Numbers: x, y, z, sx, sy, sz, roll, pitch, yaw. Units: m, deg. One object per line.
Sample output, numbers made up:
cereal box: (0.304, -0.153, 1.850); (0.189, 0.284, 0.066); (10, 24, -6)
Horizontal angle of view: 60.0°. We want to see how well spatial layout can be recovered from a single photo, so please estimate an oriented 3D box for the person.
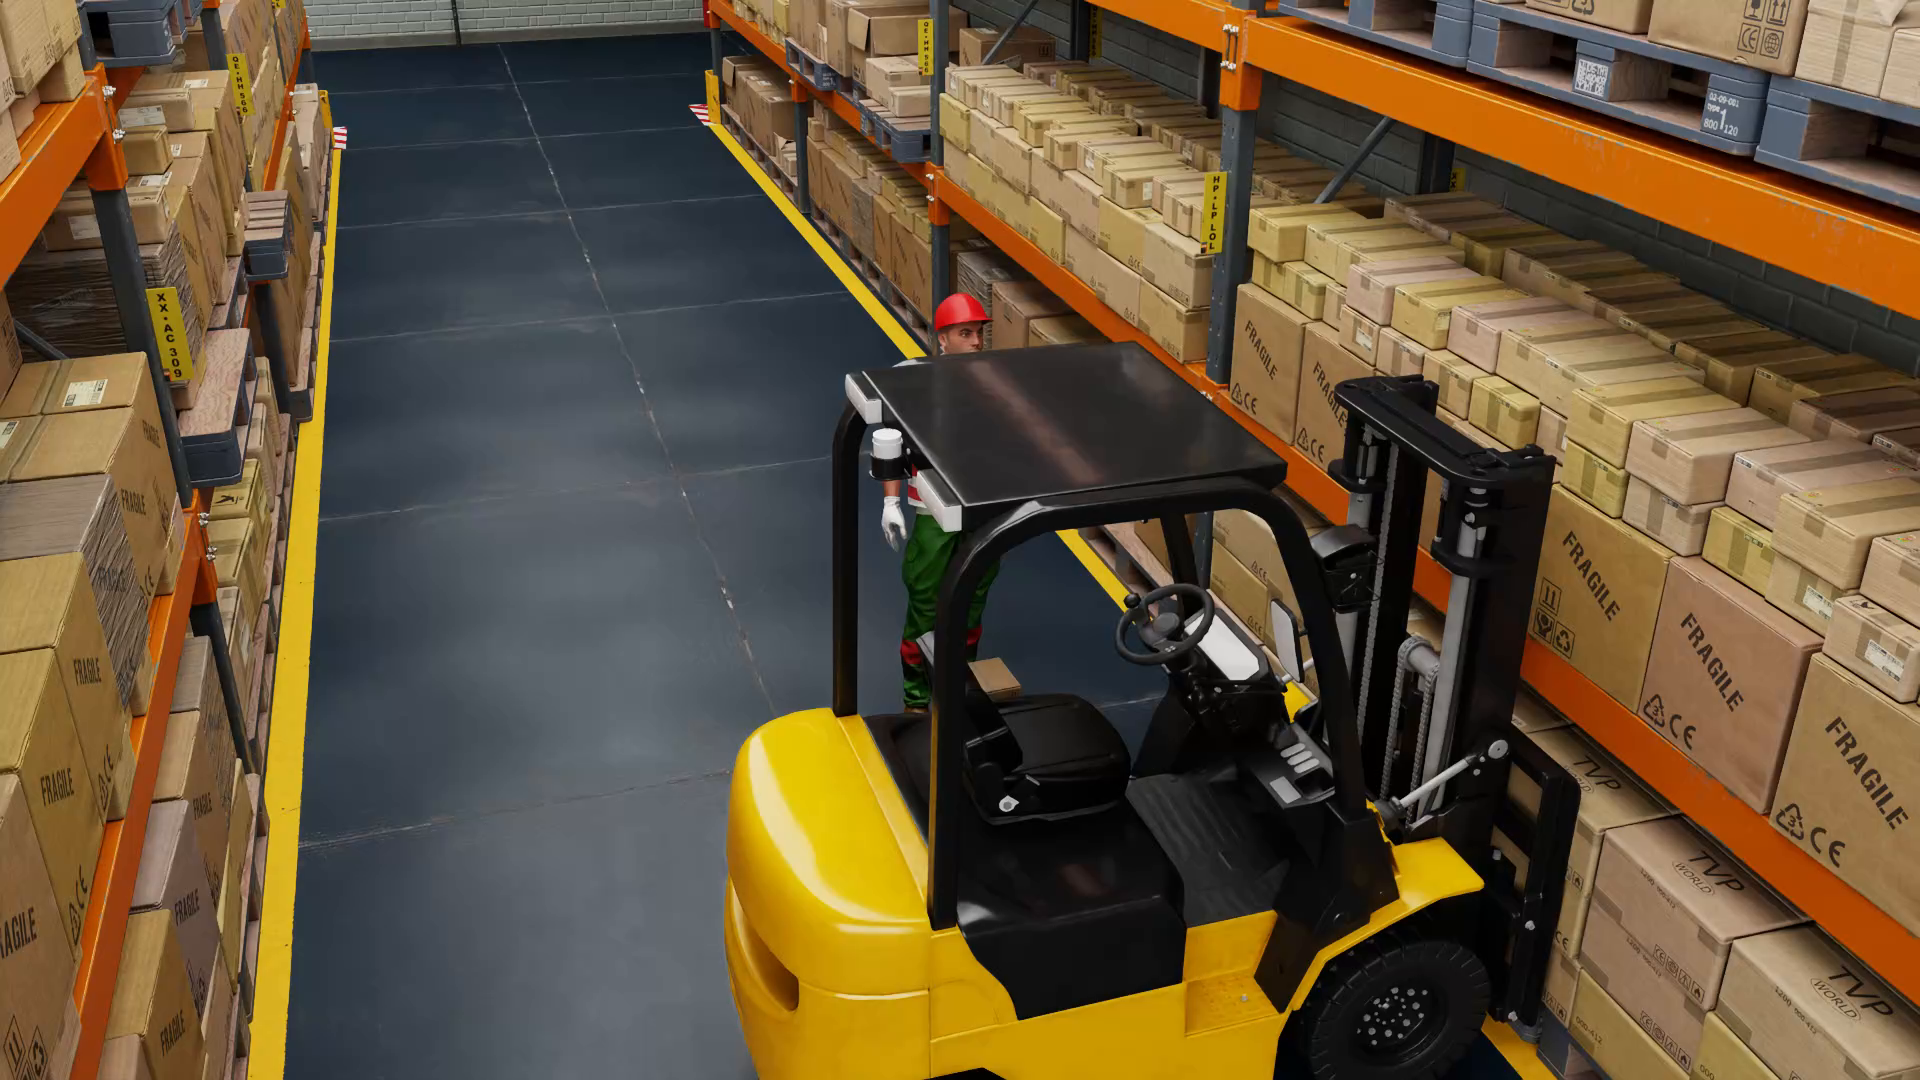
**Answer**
person: (0.002, -0.096, 6.762); (0.638, 1.789, 0.562); (-8, 27, -16)
